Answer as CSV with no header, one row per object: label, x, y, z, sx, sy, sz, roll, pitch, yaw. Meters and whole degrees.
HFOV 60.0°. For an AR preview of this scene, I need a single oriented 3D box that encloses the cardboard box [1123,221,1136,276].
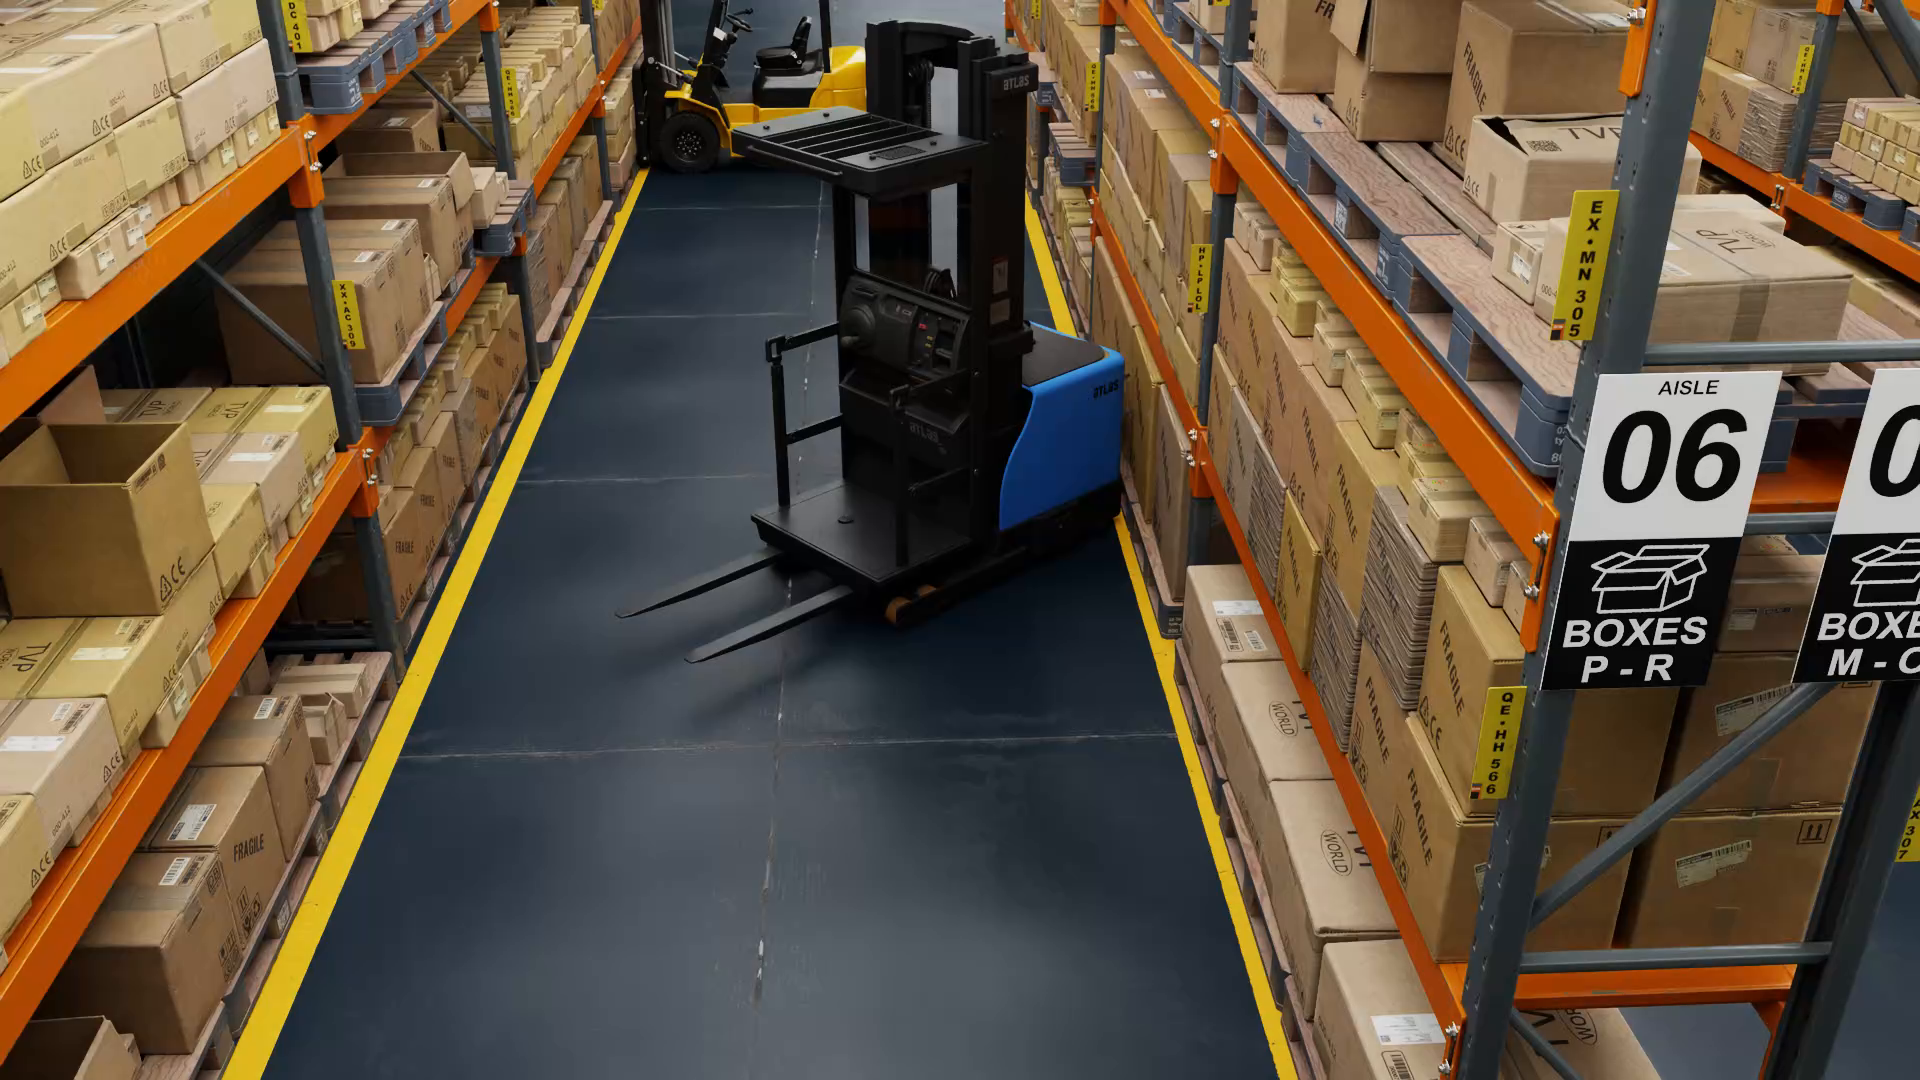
cardboard box,1.277,-1.809,10.137,0.500,0.250,0.500,0,28,-1

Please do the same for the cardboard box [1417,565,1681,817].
cardboard box,1.592,0.403,4.544,0.500,0.500,0.500,0,28,-1

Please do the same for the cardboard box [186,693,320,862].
cardboard box,-3.100,0.992,6.854,0.700,0.500,0.500,-2,28,-5

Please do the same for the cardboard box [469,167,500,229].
cardboard box,-3.142,-2.105,10.251,0.500,0.250,0.500,-3,28,-5

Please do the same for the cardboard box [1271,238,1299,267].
cardboard box,1.488,-1.127,6.777,0.380,0.149,0.250,-2,28,-3

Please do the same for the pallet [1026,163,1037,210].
pallet,1.158,-3.507,16.245,1.003,0.211,1.213,-1,28,-3

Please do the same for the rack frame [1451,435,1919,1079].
rack frame,1.854,1.108,4.382,1.000,3.000,0.127,-1,28,-3

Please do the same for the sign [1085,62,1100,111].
sign,0.895,-3.047,11.183,0.100,0.325,0.005,-1,28,-3

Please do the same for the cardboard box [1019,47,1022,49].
cardboard box,0.818,-4.949,17.704,0.500,0.500,0.500,-2,28,-5

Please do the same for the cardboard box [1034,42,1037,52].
cardboard box,0.887,-4.579,15.556,0.380,0.149,0.250,-1,28,-1

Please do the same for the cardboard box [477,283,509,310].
cardboard box,-3.241,-1.609,11.138,0.380,0.149,0.250,-3,28,-5

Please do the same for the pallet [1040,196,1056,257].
pallet,1.270,-2.838,14.963,1.003,0.211,1.213,-1,28,-3

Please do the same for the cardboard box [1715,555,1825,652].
cardboard box,2.112,0.162,4.305,0.380,0.149,0.250,-1,28,-2

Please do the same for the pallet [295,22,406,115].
pallet,-3.275,-2.167,7.621,1.213,0.211,1.003,-1,28,-3

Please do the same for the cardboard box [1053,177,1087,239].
cardboard box,1.299,-2.881,14.417,0.950,0.372,0.625,0,28,1

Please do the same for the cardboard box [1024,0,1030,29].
cardboard box,0.891,-5.286,16.212,0.500,0.500,0.500,-1,28,-1

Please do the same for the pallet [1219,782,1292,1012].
pallet,1.674,1.415,6.809,1.003,0.211,1.213,-1,28,-3

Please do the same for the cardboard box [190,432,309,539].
cardboard box,-3.000,-0.223,6.774,0.500,0.250,0.500,-1,28,-2

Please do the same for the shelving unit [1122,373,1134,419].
shelving unit,0.837,-0.837,10.440,0.189,0.258,1.200,-6,-2,-9

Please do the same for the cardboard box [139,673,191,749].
cardboard box,-2.863,0.586,5.654,0.380,0.149,0.250,-2,28,-4

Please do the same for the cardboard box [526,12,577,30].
cardboard box,-3.458,-4.373,14.081,0.380,0.149,0.250,-2,28,-3

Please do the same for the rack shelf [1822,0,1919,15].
rack shelf,6.479,-2.840,9.486,1.077,0.370,4.000,-1,28,-3

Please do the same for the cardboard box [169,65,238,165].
cardboard box,-2.998,-1.557,6.088,0.500,0.250,0.500,-2,28,-4

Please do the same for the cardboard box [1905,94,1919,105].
cardboard box,6.621,-3.011,12.171,0.500,0.500,0.500,-1,28,-2

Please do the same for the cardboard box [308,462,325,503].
cardboard box,-3.007,-0.245,7.249,0.380,0.149,0.250,-1,28,-1

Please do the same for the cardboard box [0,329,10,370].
cardboard box,-2.833,-0.499,4.491,0.380,0.149,0.250,-1,28,-2

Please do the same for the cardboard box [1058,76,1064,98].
cardboard box,0.982,-3.643,13.309,0.380,0.149,0.250,0,28,-1

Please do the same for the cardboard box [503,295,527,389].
cardboard box,-3.283,-1.353,11.349,0.500,0.500,0.500,-1,28,-1

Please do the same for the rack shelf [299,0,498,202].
rack shelf,-3.416,-2.552,8.934,1.077,0.370,4.000,-1,28,-3

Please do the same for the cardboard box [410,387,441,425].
cardboard box,-3.195,-0.757,9.505,0.380,0.149,0.250,0,28,-1

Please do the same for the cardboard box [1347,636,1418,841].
cardboard box,1.554,0.615,5.219,0.500,0.500,0.500,-2,28,-4

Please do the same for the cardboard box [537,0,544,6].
cardboard box,-4.055,-5.024,15.329,0.380,0.149,0.250,-1,28,-1

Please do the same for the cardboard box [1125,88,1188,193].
cardboard box,1.265,-2.372,9.866,0.500,0.500,0.500,-1,28,-1

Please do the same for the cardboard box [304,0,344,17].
cardboard box,-2.889,-2.347,7.151,0.380,0.149,0.250,-1,28,-1

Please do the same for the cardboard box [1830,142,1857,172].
cardboard box,6.197,-2.616,11.340,0.380,0.149,0.250,-2,28,-3

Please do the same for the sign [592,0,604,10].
sign,-3.187,-4.808,14.559,0.100,0.325,0.005,-1,28,-3

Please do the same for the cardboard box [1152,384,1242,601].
cardboard box,1.533,-0.268,8.863,0.875,0.875,0.875,-1,28,-1

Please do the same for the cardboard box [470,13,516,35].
cardboard box,-3.963,-4.352,14.040,0.380,0.149,0.250,-2,28,-4

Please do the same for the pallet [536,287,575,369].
pallet,-3.524,-1.610,12.608,1.003,0.211,1.213,-1,28,-3

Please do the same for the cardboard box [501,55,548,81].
cardboard box,-3.320,-3.547,12.498,0.380,0.149,0.250,-1,28,-2

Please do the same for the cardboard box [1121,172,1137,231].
cardboard box,1.256,-2.033,10.025,0.500,0.250,0.500,-1,28,-3

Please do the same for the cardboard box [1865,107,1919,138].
cardboard box,6.222,-2.749,10.952,0.380,0.149,0.250,-2,28,-4

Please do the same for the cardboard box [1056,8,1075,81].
cardboard box,1.042,-3.876,13.054,0.500,0.500,0.500,-2,28,-5

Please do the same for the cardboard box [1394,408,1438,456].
cardboard box,1.586,-0.302,5.194,0.380,0.149,0.250,-2,28,-3

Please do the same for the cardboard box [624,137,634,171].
cardboard box,-3.465,-3.745,16.206,0.500,0.250,0.500,-2,28,-4

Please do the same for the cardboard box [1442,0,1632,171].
cardboard box,1.899,-1.432,5.337,0.500,0.500,0.500,-1,28,-2

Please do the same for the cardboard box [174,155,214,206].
cardboard box,-2.974,-1.327,6.078,0.380,0.149,0.250,-1,28,-3

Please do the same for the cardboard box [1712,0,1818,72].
cardboard box,6.305,-3.918,12.830,0.700,0.500,0.500,-2,28,-3

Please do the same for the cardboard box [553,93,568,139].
cardboard box,-3.380,-3.319,13.032,0.500,0.250,0.500,-1,28,-1

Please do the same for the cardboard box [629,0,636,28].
cardboard box,-3.605,-5.506,16.956,0.500,0.500,0.500,-2,28,-4

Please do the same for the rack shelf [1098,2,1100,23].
rack shelf,1.332,-4.521,12.709,1.077,0.370,4.000,-1,28,-3

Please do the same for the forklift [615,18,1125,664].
forklift,-0.454,-1.098,8.685,3.031,2.935,1.130,-24,36,-38

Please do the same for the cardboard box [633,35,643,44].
cardboard box,-3.602,-5.365,18.230,0.500,0.250,0.500,0,28,-1

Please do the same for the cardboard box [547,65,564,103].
cardboard box,-3.385,-3.540,12.915,0.500,0.250,0.500,-1,28,-2

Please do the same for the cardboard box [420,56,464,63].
cardboard box,-3.932,-3.529,12.463,0.380,0.149,0.250,-2,28,-3

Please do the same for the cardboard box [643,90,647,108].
cardboard box,-3.537,-4.661,17.422,0.500,0.250,0.500,-2,28,-4

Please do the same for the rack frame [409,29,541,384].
rack frame,-3.520,-2.465,11.233,1.000,3.000,0.127,-1,28,-3
